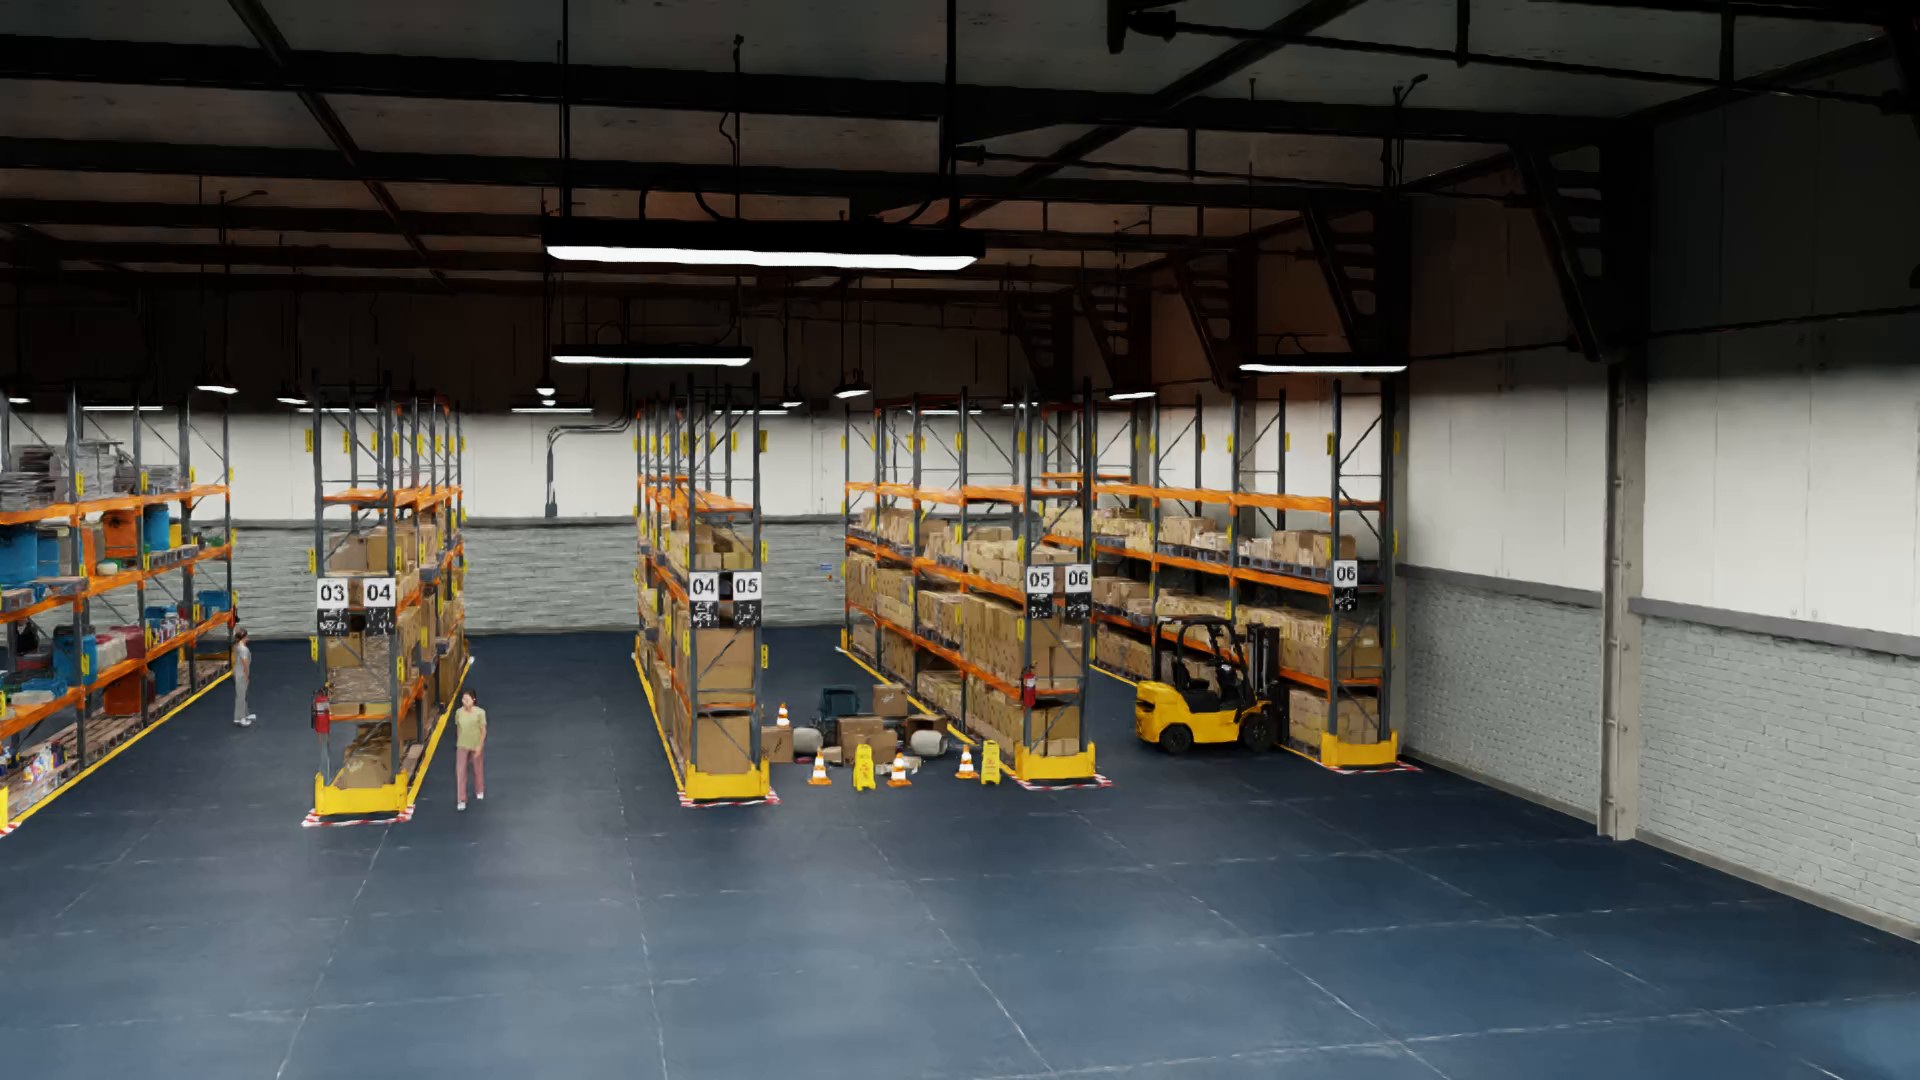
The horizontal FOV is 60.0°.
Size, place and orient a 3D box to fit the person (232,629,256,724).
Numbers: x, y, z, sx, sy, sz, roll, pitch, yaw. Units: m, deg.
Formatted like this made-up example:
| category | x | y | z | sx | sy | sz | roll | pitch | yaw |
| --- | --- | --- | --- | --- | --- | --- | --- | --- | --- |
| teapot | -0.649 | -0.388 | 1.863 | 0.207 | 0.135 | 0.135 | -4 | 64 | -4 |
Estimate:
| category | x | y | z | sx | sy | sz | roll | pitch | yaw |
| --- | --- | --- | --- | --- | --- | --- | --- | --- | --- |
| person | -12.814 | 2.429 | 29.792 | 0.454 | 1.678 | 0.538 | -3 | 4 | -39 |

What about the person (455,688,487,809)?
| category | x | y | z | sx | sy | sz | roll | pitch | yaw |
| --- | --- | --- | --- | --- | --- | --- | --- | --- | --- |
| person | -6.747 | 2.850 | 22.937 | 0.435 | 1.616 | 0.997 | 0 | 3 | -8 |

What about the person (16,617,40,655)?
| category | x | y | z | sx | sy | sz | roll | pitch | yaw |
| --- | --- | --- | --- | --- | --- | --- | --- | --- | --- |
| person | -18.971 | 2.225 | 33.663 | 0.543 | 1.648 | 1.115 | -1 | 3 | -11 |
